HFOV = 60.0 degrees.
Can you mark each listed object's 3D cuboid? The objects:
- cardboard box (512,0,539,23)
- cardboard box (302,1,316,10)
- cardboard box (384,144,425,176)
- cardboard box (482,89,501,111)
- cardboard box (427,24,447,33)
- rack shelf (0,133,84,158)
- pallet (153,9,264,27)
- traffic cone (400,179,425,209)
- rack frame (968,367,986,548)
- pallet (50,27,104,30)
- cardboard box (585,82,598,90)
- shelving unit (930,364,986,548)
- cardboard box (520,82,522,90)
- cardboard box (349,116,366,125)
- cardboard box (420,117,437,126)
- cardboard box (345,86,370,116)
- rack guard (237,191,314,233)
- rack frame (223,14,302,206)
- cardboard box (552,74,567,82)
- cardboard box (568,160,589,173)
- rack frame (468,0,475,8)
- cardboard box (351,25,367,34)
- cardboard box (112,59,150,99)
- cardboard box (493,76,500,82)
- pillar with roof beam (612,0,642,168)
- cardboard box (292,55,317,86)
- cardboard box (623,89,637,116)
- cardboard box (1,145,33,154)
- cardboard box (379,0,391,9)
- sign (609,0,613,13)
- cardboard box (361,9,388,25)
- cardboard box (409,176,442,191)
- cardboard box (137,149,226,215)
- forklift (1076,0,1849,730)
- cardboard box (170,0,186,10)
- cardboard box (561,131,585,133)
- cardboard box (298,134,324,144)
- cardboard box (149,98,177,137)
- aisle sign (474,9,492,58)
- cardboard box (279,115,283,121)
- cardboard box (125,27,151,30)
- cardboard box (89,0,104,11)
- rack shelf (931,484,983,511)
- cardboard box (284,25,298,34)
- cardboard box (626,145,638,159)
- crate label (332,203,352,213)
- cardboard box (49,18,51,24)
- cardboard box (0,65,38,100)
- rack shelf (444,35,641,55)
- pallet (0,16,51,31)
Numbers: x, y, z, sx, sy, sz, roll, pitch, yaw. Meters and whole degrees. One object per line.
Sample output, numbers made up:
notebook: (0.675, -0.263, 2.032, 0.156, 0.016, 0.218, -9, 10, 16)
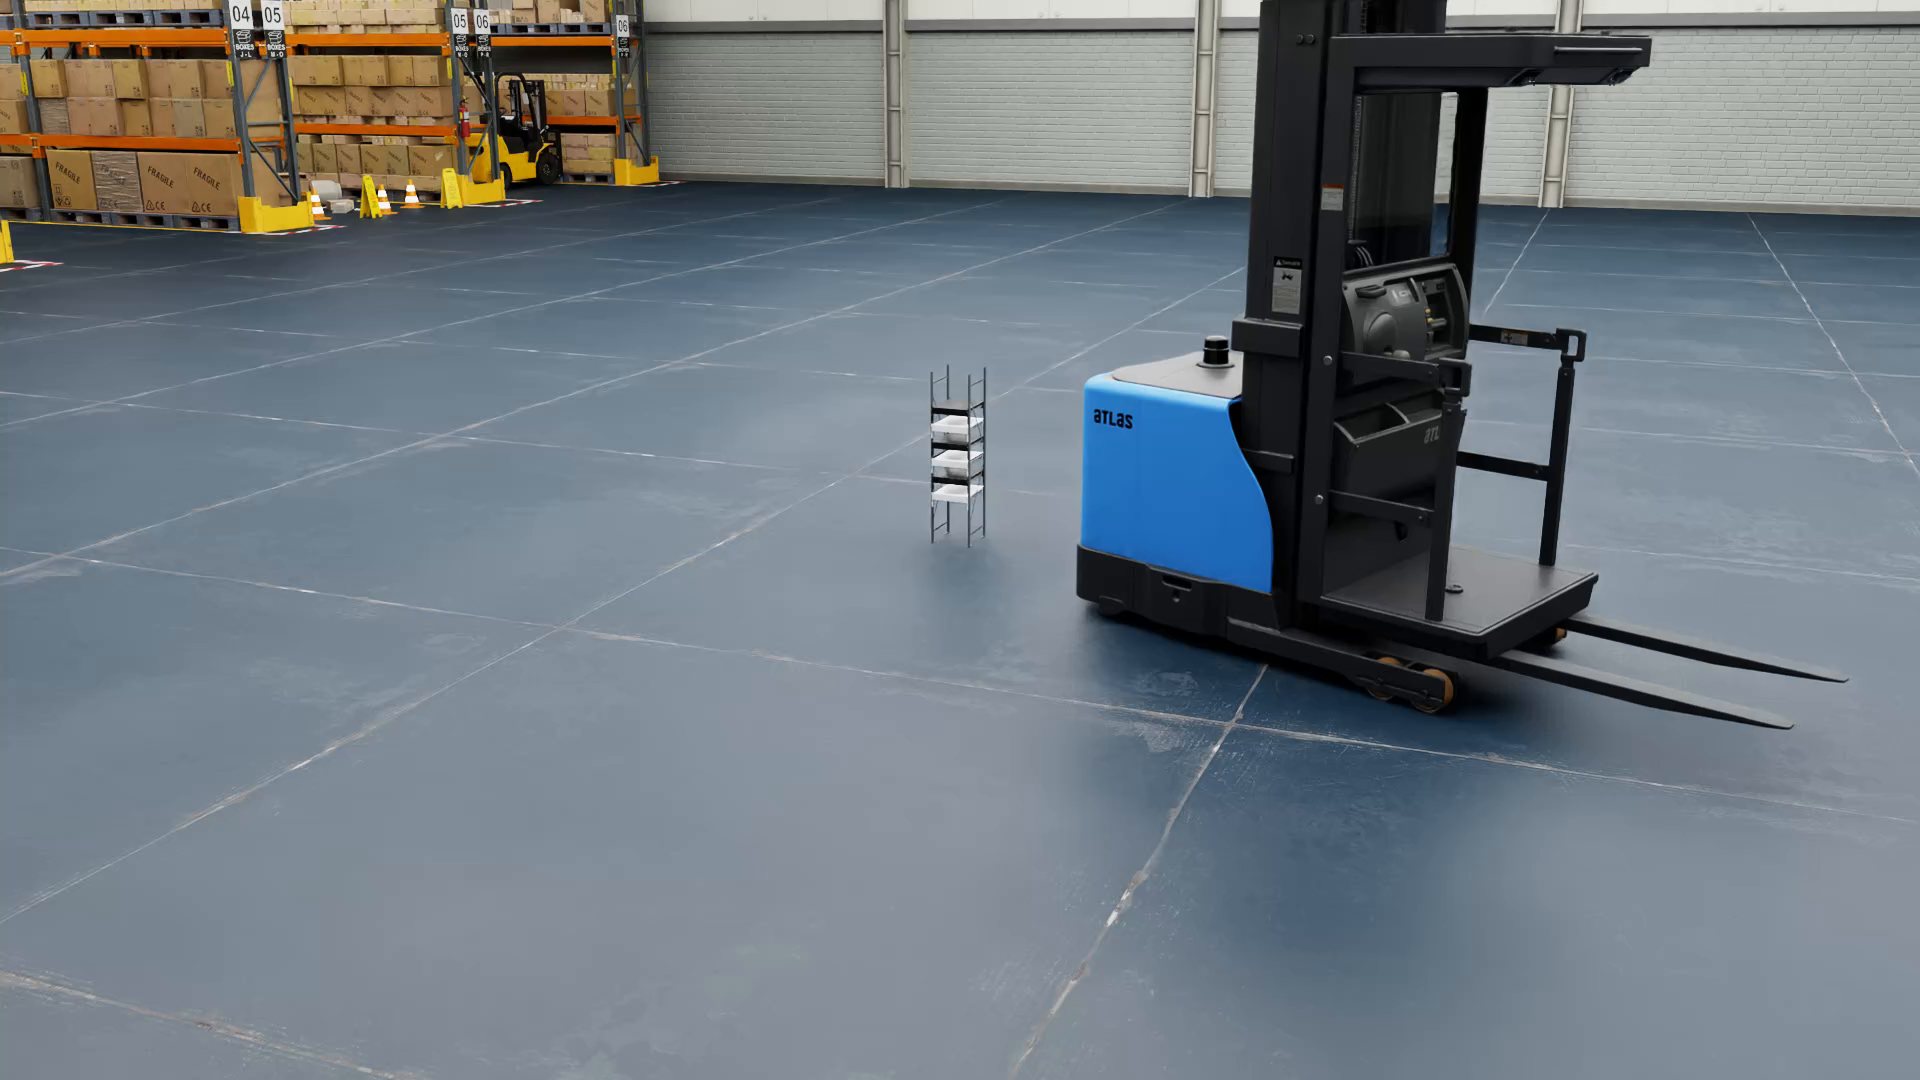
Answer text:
cardboard box: (-8.427, -10.512, 33.004, 0.637, 0.503, 0.797, 7, 18, 22)
cardboard box: (-11.115, -9.215, 28.674, 0.250, 0.149, 0.380, 6, 17, 20)
cardboard box: (-9.625, -6.610, 28.895, 0.500, 0.500, 0.500, 7, 18, 23)
cardboard box: (-9.393, -8.884, 33.717, 0.500, 0.500, 0.500, 7, 17, 22)
cardboard box: (-8.732, -8.585, 27.937, 0.250, 0.149, 0.380, 6, 17, 21)
rack shelf: (-15.601, -6.276, 26.201, 4.000, 0.370, 1.077, 6, 17, 21)
pallet: (-10.713, -7.479, 23.833, 1.213, 0.211, 1.003, 6, 17, 21)
traffic cone: (-9.171, -5.793, 27.797, 0.334, 0.463, 0.336, 6, 17, 21)
rack frame: (0.087, -0.423, 8.515, 0.006, 0.900, 0.240, 6, 17, 21)
pallet: (-16.358, -9.522, 31.051, 1.003, 0.211, 1.213, 7, 18, 23)
cardboard box: (-7.153, -8.930, 32.711, 0.250, 0.149, 0.380, 7, 17, 22)
shelving unit: (-0.008, -0.433, 8.551, 0.210, 0.900, 0.258, 6, 17, 21)
cardboard box: (-8.820, -9.119, 33.361, 0.250, 0.149, 0.380, 6, 17, 19)
cardboard box: (-10.412, -7.323, 28.969, 0.250, 0.149, 0.380, 6, 17, 20)
cardboard box: (-9.000, -7.161, 28.410, 0.250, 0.149, 0.380, 6, 17, 20)
cardboard box: (-10.296, -7.638, 28.890, 0.500, 0.500, 0.500, 6, 17, 21)
rack guard: (-9.997, -4.805, 24.327, 0.348, 0.500, 1.175, 6, 17, 21)
rack frame: (-10.019, -6.007, 23.987, 0.127, 3.000, 1.000, 6, 17, 21)
cardboard box: (-7.872, -9.153, 32.946, 0.250, 0.149, 0.380, 7, 18, 22)
cardboard box: (-7.492, -7.490, 33.272, 0.500, 0.250, 0.500, 6, 17, 21)
rack frame: (-10.200, -11.880, 33.453, 0.127, 3.000, 1.000, 6, 17, 21)
cardboard box: (-10.177, -8.731, 28.439, 0.250, 0.149, 0.380, 6, 17, 20)
cardboard box: (-11.908, -6.791, 24.481, 0.500, 0.550, 0.875, 6, 17, 21)
cardboard box: (-9.294, -9.311, 33.491, 0.250, 0.149, 0.380, 7, 17, 22)
pillar with roof beam: (-8.376, -10.659, 29.248, 0.400, 9.000, 9.100, 6, 17, 21)
cardboard box: (-11.221, -8.223, 29.111, 0.500, 0.500, 0.700, 6, 17, 21)
cardboard box: (-6.838, -8.760, 33.289, 0.500, 0.500, 0.500, 7, 18, 22)
cardboard box: (-18.011, -7.577, 32.452, 0.875, 0.875, 0.875, 7, 18, 22)
cardboard box: (-9.632, -9.086, 28.232, 0.250, 0.149, 0.380, 6, 17, 21)
sign: (-6.691, -10.278, 31.870, 0.005, 0.325, 0.100, 6, 17, 21)
cardboard box: (-9.824, -8.899, 28.302, 0.500, 0.250, 0.500, 7, 18, 22)
cardboard box: (-9.170, -6.198, 28.822, 0.500, 0.250, 0.500, 6, 17, 20)
cardboard box: (-11.494, -5.330, 24.713, 0.875, 0.875, 0.875, 6, 17, 20)
forklift: (1.948, -0.908, 6.543, 3.031, 2.935, 1.130, 15, 22, 41)
cardboard box: (-10.926, -7.575, 23.525, 0.250, 0.149, 0.380, 7, 17, 21)
cardboard box: (-7.785, -8.153, 33.763, 0.500, 0.250, 0.500, 6, 17, 20)
cardboard box: (-11.474, -7.105, 29.437, 0.250, 0.149, 0.380, 7, 17, 21)
cardboard box: (-11.376, -6.246, 24.540, 0.550, 0.550, 0.875, 6, 17, 21)
aisle sign: (-8.126, -8.624, 28.337, 0.004, 0.787, 0.394, 6, 17, 21)
cardboard box: (-11.843, -7.475, 29.492, 0.250, 0.149, 0.380, 6, 17, 20)
cardboard box: (-14.861, -9.509, 30.488, 0.500, 0.500, 0.700, 6, 17, 21)
cardboard box: (-12.341, -7.731, 24.062, 0.250, 0.149, 0.380, 6, 17, 21)
rack shelf: (-0.008, -0.228, 8.611, 0.200, 0.077, 0.258, 6, 17, 21)
cardboard box: (-11.596, -8.893, 28.997, 0.250, 0.149, 0.380, 6, 17, 21)
cardboard box: (-6.841, -7.813, 33.487, 0.500, 0.250, 0.500, 7, 17, 22)
crate label: (-10.016, -5.378, 26.953, 0.298, 0.136, 0.250, -2, 16, -8)
cardboard box: (-16.730, -9.862, 30.952, 0.500, 0.500, 0.700, 5, 17, 18)
cardboard box: (-14.205, -6.994, 25.413, 0.500, 0.500, 0.700, 6, 17, 20)
rack shelf: (-8.340, -9.889, 33.267, 4.000, 0.370, 1.077, 6, 17, 21)
pallet: (-14.611, -7.846, 25.284, 1.217, 0.209, 0.805, 6, 17, 18)
